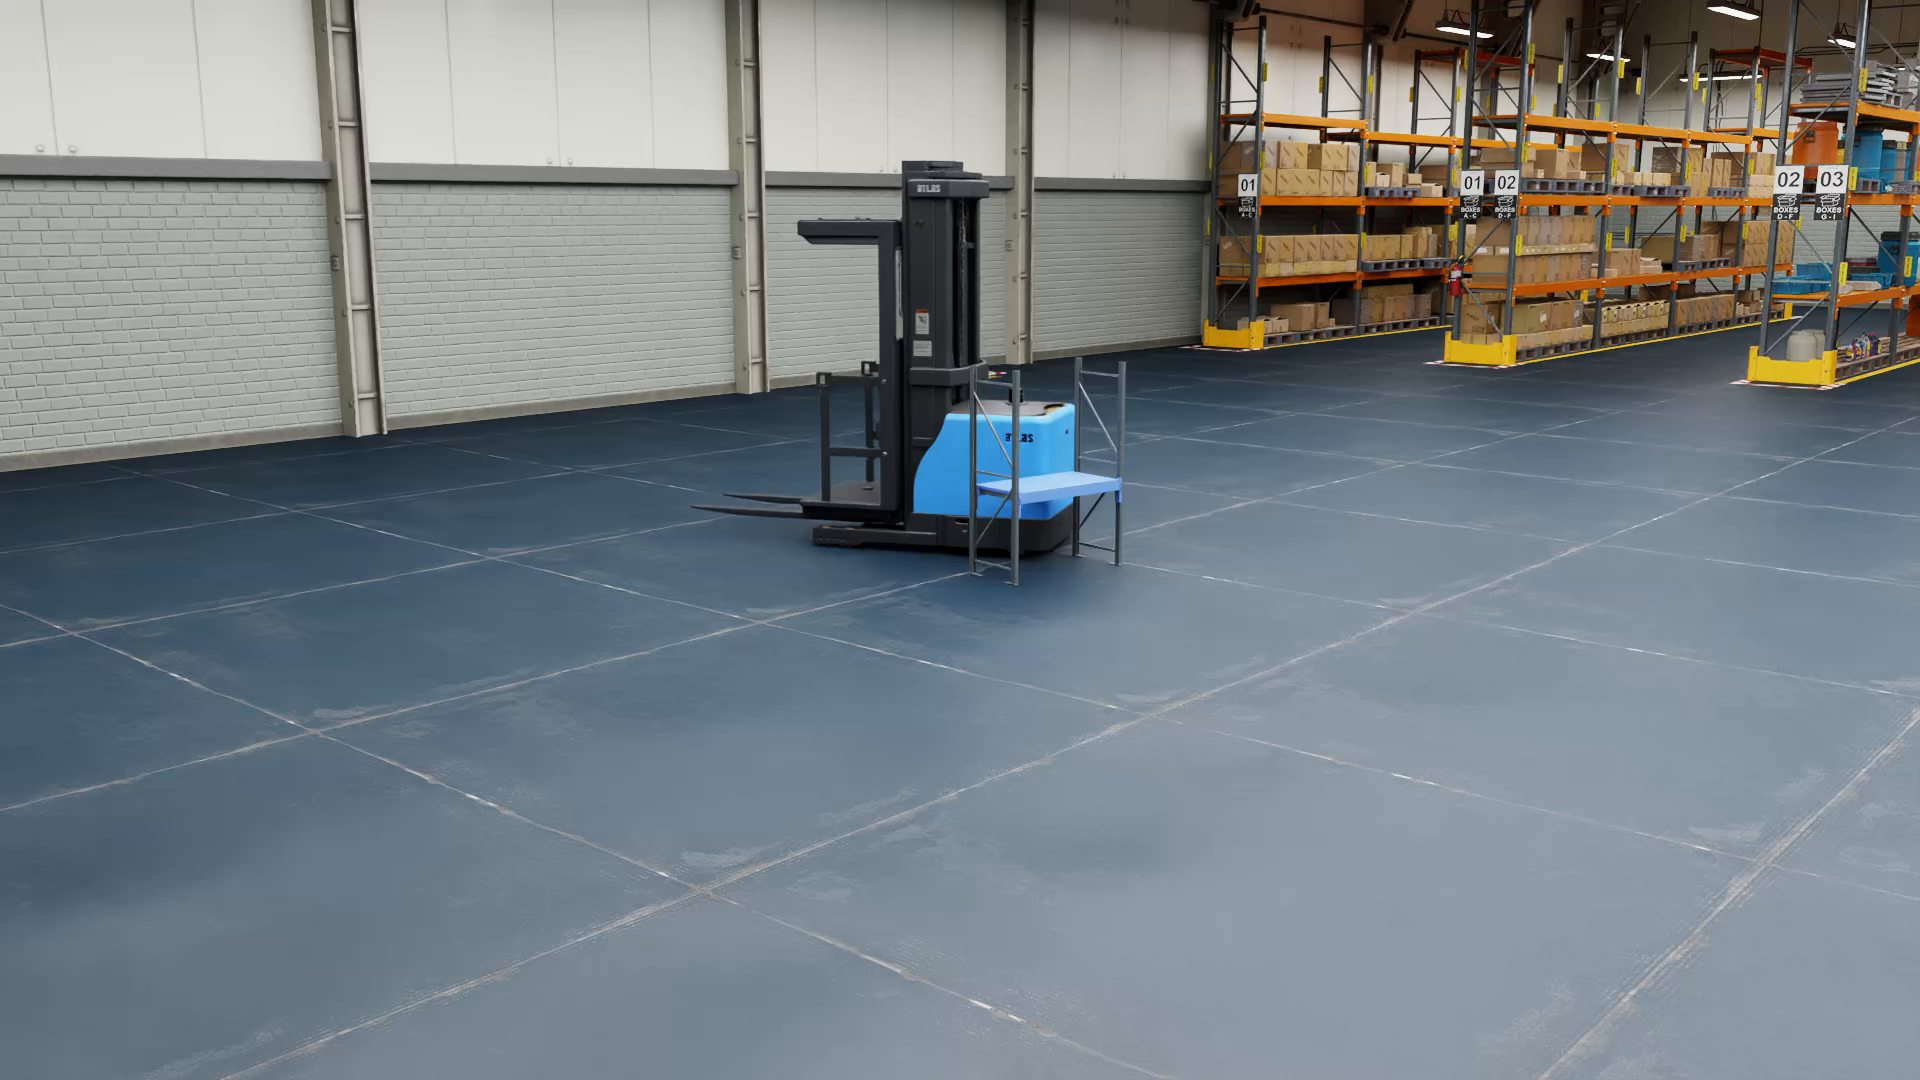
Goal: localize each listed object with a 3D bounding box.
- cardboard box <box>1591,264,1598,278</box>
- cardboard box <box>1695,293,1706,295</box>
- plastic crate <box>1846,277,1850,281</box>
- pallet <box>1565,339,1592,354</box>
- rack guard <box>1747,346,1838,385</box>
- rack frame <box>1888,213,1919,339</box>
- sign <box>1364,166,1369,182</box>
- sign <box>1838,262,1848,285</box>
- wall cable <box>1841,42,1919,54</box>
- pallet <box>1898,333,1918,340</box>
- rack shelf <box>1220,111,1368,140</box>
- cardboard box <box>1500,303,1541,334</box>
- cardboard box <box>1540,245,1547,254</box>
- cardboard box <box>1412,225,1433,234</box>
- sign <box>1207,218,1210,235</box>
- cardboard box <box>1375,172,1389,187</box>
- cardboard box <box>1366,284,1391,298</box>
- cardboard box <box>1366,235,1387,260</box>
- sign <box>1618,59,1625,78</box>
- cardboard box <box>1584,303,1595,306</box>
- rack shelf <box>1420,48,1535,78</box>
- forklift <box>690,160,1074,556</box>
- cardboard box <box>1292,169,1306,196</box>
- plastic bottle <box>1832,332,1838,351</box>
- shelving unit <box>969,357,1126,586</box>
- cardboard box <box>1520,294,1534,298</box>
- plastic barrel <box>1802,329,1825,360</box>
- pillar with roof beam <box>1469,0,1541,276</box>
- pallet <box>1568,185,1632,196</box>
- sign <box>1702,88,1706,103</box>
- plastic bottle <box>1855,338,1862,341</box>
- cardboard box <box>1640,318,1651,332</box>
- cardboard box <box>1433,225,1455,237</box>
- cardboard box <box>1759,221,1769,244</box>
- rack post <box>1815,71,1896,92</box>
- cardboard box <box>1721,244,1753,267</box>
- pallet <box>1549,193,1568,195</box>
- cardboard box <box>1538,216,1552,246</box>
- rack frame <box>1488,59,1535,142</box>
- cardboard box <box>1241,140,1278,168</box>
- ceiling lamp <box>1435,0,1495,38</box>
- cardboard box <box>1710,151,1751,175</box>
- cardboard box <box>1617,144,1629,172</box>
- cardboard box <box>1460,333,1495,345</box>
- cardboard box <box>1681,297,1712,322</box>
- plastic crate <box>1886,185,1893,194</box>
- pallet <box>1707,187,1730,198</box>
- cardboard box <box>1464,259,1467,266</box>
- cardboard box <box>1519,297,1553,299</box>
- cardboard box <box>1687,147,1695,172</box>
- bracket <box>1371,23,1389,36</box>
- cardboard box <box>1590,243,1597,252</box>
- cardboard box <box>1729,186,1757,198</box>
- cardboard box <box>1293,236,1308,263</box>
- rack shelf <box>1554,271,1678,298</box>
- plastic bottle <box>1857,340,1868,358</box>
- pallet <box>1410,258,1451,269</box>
[{"bbox_3d":[11.796,-5.089,31.416,0.500,0.250,0.500,11,16,44],"label":"cardboard box"},{"bbox_3d":[16.282,-5.212,36.906,0.500,0.500,0.500,9,14,38],"label":"cardboard box"},{"bbox_3d":[14.114,-4.176,27.004,0.450,0.188,0.662,10,15,40],"label":"plastic crate"},{"bbox_3d":[10.947,-3.606,30.724,1.003,0.211,1.213,10,15,40],"label":"pallet"},{"bbox_3d":[12.596,-2.647,25.186,1.175,0.500,0.348,10,15,40],"label":"rack guard"},{"bbox_3d":[17.862,-5.032,30.747,1.000,3.000,0.127,10,15,40],"label":"rack frame"},{"bbox_3d":[8.193,-7.380,33.524,0.100,0.325,0.005,10,15,40],"label":"sign"},{"bbox_3d":[12.992,-3.919,24.468,0.100,0.325,0.005,10,15,40],"label":"sign"},{"bbox_3d":[24.060,-13.652,42.010,3.097,2.526,0.112,10,15,40],"label":"wall cable"},{"bbox_3d":[18.351,-3.786,31.628,1.003,0.211,1.213,10,15,40],"label":"pallet"},{"bbox_3d":[6.460,-8.018,32.224,1.077,0.370,4.000,10,15,40],"label":"rack shelf"},{"bbox_3d":[9.713,-3.845,28.839,0.500,0.500,0.500,10,15,40],"label":"cardboard box"},{"bbox_3d":[9.964,-5.045,28.901,0.380,0.149,0.250,9,14,38],"label":"cardboard box"},{"bbox_3d":[10.525,-6.986,37.548,0.500,0.250,0.500,10,15,42],"label":"cardboard box"},{"bbox_3d":[4.736,-5.933,31.497,0.100,0.325,0.005,10,15,40],"label":"sign"},{"bbox_3d":[8.607,-7.518,34.692,0.500,0.311,0.500,10,15,42],"label":"cardboard box"},{"bbox_3d":[8.882,-5.335,35.607,0.500,0.250,0.500,9,15,39],"label":"cardboard box"},{"bbox_3d":[8.516,-6.141,34.921,0.500,0.500,0.700,-10,15,-42],"label":"cardboard box"},{"bbox_3d":[11.904,-8.487,29.938,0.100,0.325,0.005,10,15,40],"label":"sign"},{"bbox_3d":[12.225,-4.464,32.420,0.500,0.311,0.500,10,15,40],"label":"cardboard box"},{"bbox_3d":[11.741,-10.826,37.791,1.077,0.370,4.000,10,15,40],"label":"rack shelf"},{"bbox_3d":[-0.639,-1.463,13.053,3.031,2.935,1.130,3,12,17],"label":"forklift"},{"bbox_3d":[6.269,-6.834,31.804,0.500,0.500,0.500,11,16,43],"label":"cardboard box"},{"bbox_3d":[14.486,-3.277,27.598,0.144,0.351,0.185,10,15,40],"label":"plastic bottle"},{"bbox_3d":[0.631,-0.518,11.976,1.048,1.500,0.538,-9,14,-39],"label":"shelving unit"},{"bbox_3d":[13.631,-5.978,40.795,0.700,0.500,0.500,10,15,41],"label":"cardboard box"},{"bbox_3d":[13.289,-3.022,25.960,0.421,0.512,0.421,0,11,0],"label":"plastic barrel"},{"bbox_3d":[16.107,-9.502,37.808,9.100,9.000,0.548,10,15,40],"label":"pillar with roof beam"},{"bbox_3d":[12.076,-6.593,31.393,0.805,0.209,1.217,9,14,38],"label":"pallet"},{"bbox_3d":[16.389,-9.773,36.581,0.100,0.325,0.005,10,15,40],"label":"sign"},{"bbox_3d":[14.759,-3.179,27.299,0.152,0.276,0.135,10,15,40],"label":"plastic bottle"},{"bbox_3d":[13.308,-4.272,32.889,0.500,0.250,0.500,10,15,42],"label":"cardboard box"},{"bbox_3d":[10.933,-6.923,37.235,0.500,0.250,0.500,10,15,42],"label":"cardboard box"},{"bbox_3d":[17.987,-6.985,37.719,0.500,0.500,0.500,9,15,39],"label":"cardboard box"},{"bbox_3d":[13.837,-7.049,25.722,0.937,0.300,0.954,9,15,39],"label":"rack post"},{"bbox_3d":[17.325,-6.350,37.092,0.500,0.500,0.500,10,15,42],"label":"cardboard box"},{"bbox_3d":[14.414,-8.627,41.312,1.003,0.211,1.213,10,15,40],"label":"pallet"},{"bbox_3d":[9.891,-5.408,29.064,0.700,0.500,0.500,10,15,41],"label":"cardboard box"},{"bbox_3d":[13.061,-9.843,39.519,1.000,3.000,0.127,10,15,40],"label":"rack frame"},{"bbox_3d":[5.576,-7.181,30.990,0.500,0.500,0.500,8,14,36],"label":"cardboard box"},{"bbox_3d":[9.799,-11.146,31.139,0.800,3.185,2.000,10,15,40],"label":"ceiling lamp"},{"bbox_3d":[17.077,-8.348,36.884,0.700,0.500,0.500,10,15,40],"label":"cardboard box"},{"bbox_3d":[12.299,-7.228,31.480,0.500,0.500,0.500,-10,15,-42],"label":"cardboard box"},{"bbox_3d":[8.995,-3.471,28.878,0.500,0.250,0.500,10,15,40],"label":"cardboard box"},{"bbox_3d":[15.676,-4.921,35.452,0.500,0.500,0.500,9,14,38],"label":"cardboard box"},{"bbox_3d":[14.466,-5.497,26.089,0.243,0.136,0.396,10,15,40],"label":"plastic crate"},{"bbox_3d":[15.619,-7.401,35.427,1.213,0.211,1.003,10,15,40],"label":"pallet"},{"bbox_3d":[11.224,-6.282,37.596,0.380,0.149,0.250,10,15,42],"label":"cardboard box"},{"bbox_3d":[10.638,-4.208,30.652,0.500,0.500,0.500,10,15,40],"label":"cardboard box"},{"bbox_3d":[14.773,-7.822,34.248,0.500,0.500,0.500,10,15,40],"label":"cardboard box"},{"bbox_3d":[8.905,-10.834,35.287,0.235,0.232,0.430,10,15,40],"label":"bracket"},{"bbox_3d":[11.485,-5.384,30.598,0.380,0.149,0.250,10,15,40],"label":"cardboard box"},{"bbox_3d":[17.291,-7.699,36.822,0.500,0.250,0.500,10,15,40],"label":"cardboard box"},{"bbox_3d":[6.360,-5.618,32.098,0.500,0.500,0.500,9,14,39],"label":"cardboard box"},{"bbox_3d":[12.824,-5.026,32.554,1.077,0.370,4.000,10,15,40],"label":"rack shelf"},{"bbox_3d":[14.563,-3.093,26.867,0.152,0.276,0.135,10,15,41],"label":"plastic bottle"},{"bbox_3d":[10.030,-6.100,36.585,1.213,0.211,1.003,10,15,40],"label":"pallet"}]
